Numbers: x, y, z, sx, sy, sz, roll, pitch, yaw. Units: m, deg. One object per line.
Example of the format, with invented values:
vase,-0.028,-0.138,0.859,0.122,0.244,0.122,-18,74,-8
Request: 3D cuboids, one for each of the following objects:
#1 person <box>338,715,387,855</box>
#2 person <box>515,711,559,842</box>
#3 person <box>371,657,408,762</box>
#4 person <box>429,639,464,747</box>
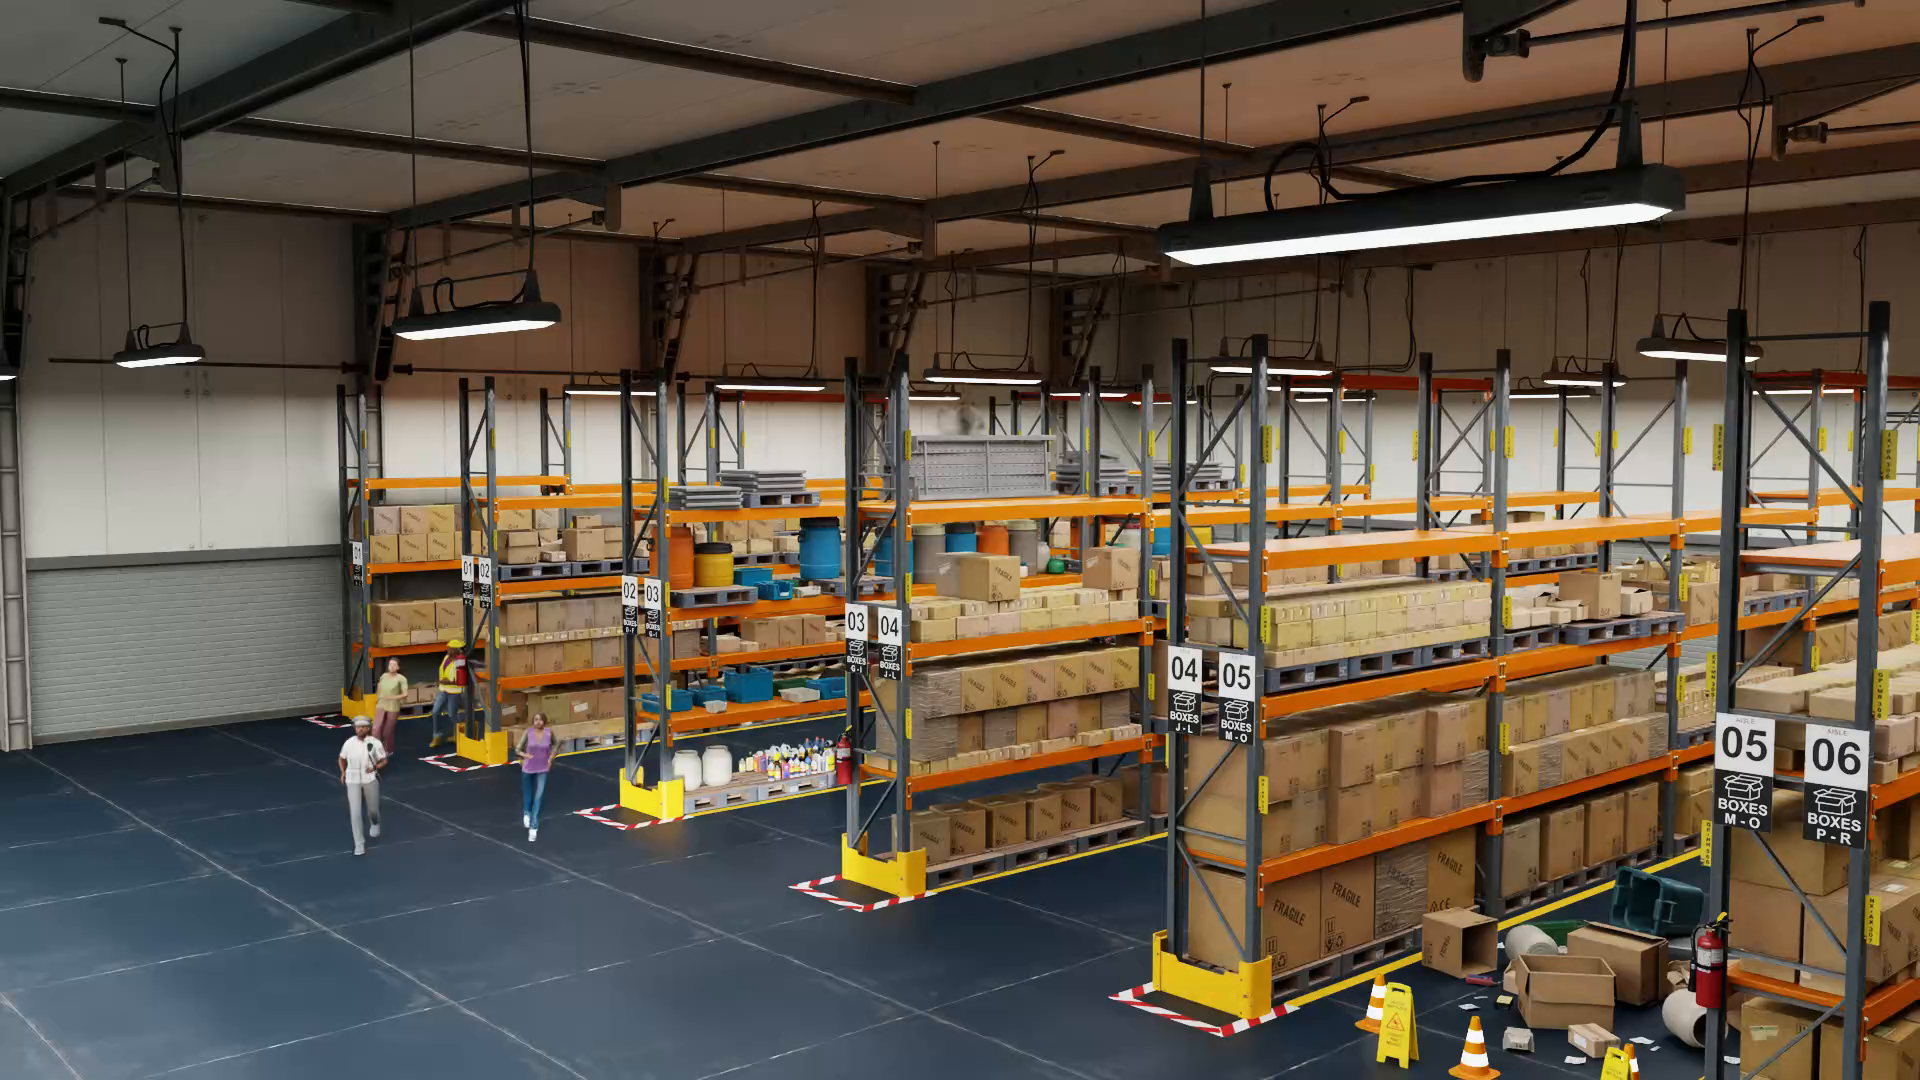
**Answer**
person,-7.371,2.980,20.517,0.588,1.666,0.815,-1,4,-13
person,-5.395,2.965,21.225,0.549,1.600,0.824,-1,4,-14
person,-8.805,2.641,25.687,0.577,1.664,0.817,0,4,0
person,-8.314,2.517,27.290,0.674,1.800,0.708,2,4,22
